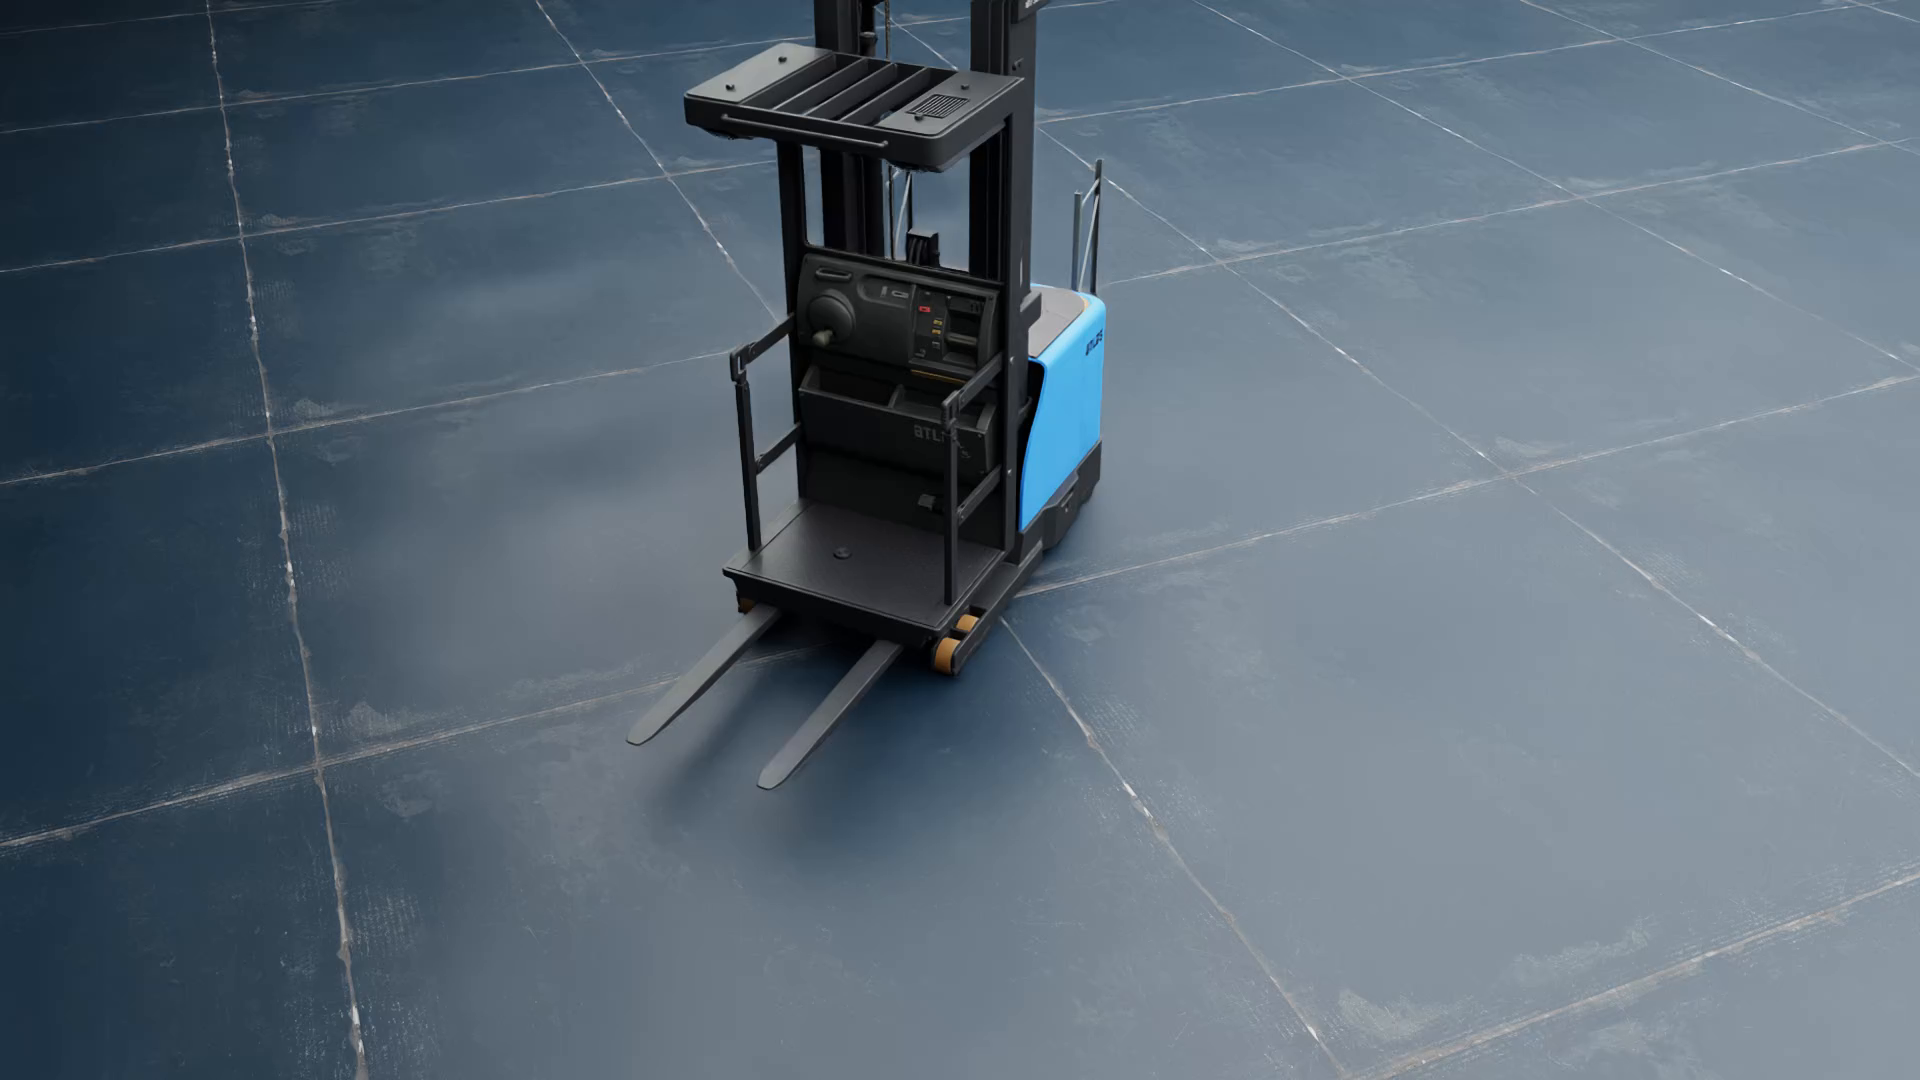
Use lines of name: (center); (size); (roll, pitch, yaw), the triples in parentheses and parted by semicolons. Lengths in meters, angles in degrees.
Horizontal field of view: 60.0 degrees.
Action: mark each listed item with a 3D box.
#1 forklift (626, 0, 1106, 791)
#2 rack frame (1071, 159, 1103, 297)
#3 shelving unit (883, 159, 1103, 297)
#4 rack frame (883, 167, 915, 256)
forklift: (-0.370, -0.906, 6.955); (1.130, 2.935, 3.031); (15, 36, 21)
rack frame: (0.645, -1.187, 8.698); (0.032, 1.500, 0.500); (9, 34, 14)
shelving unit: (0.159, -1.268, 8.823); (1.048, 1.500, 0.538); (9, 34, 14)
rack frame: (-0.328, -1.349, 8.948); (0.032, 1.500, 0.500); (9, 34, 14)
